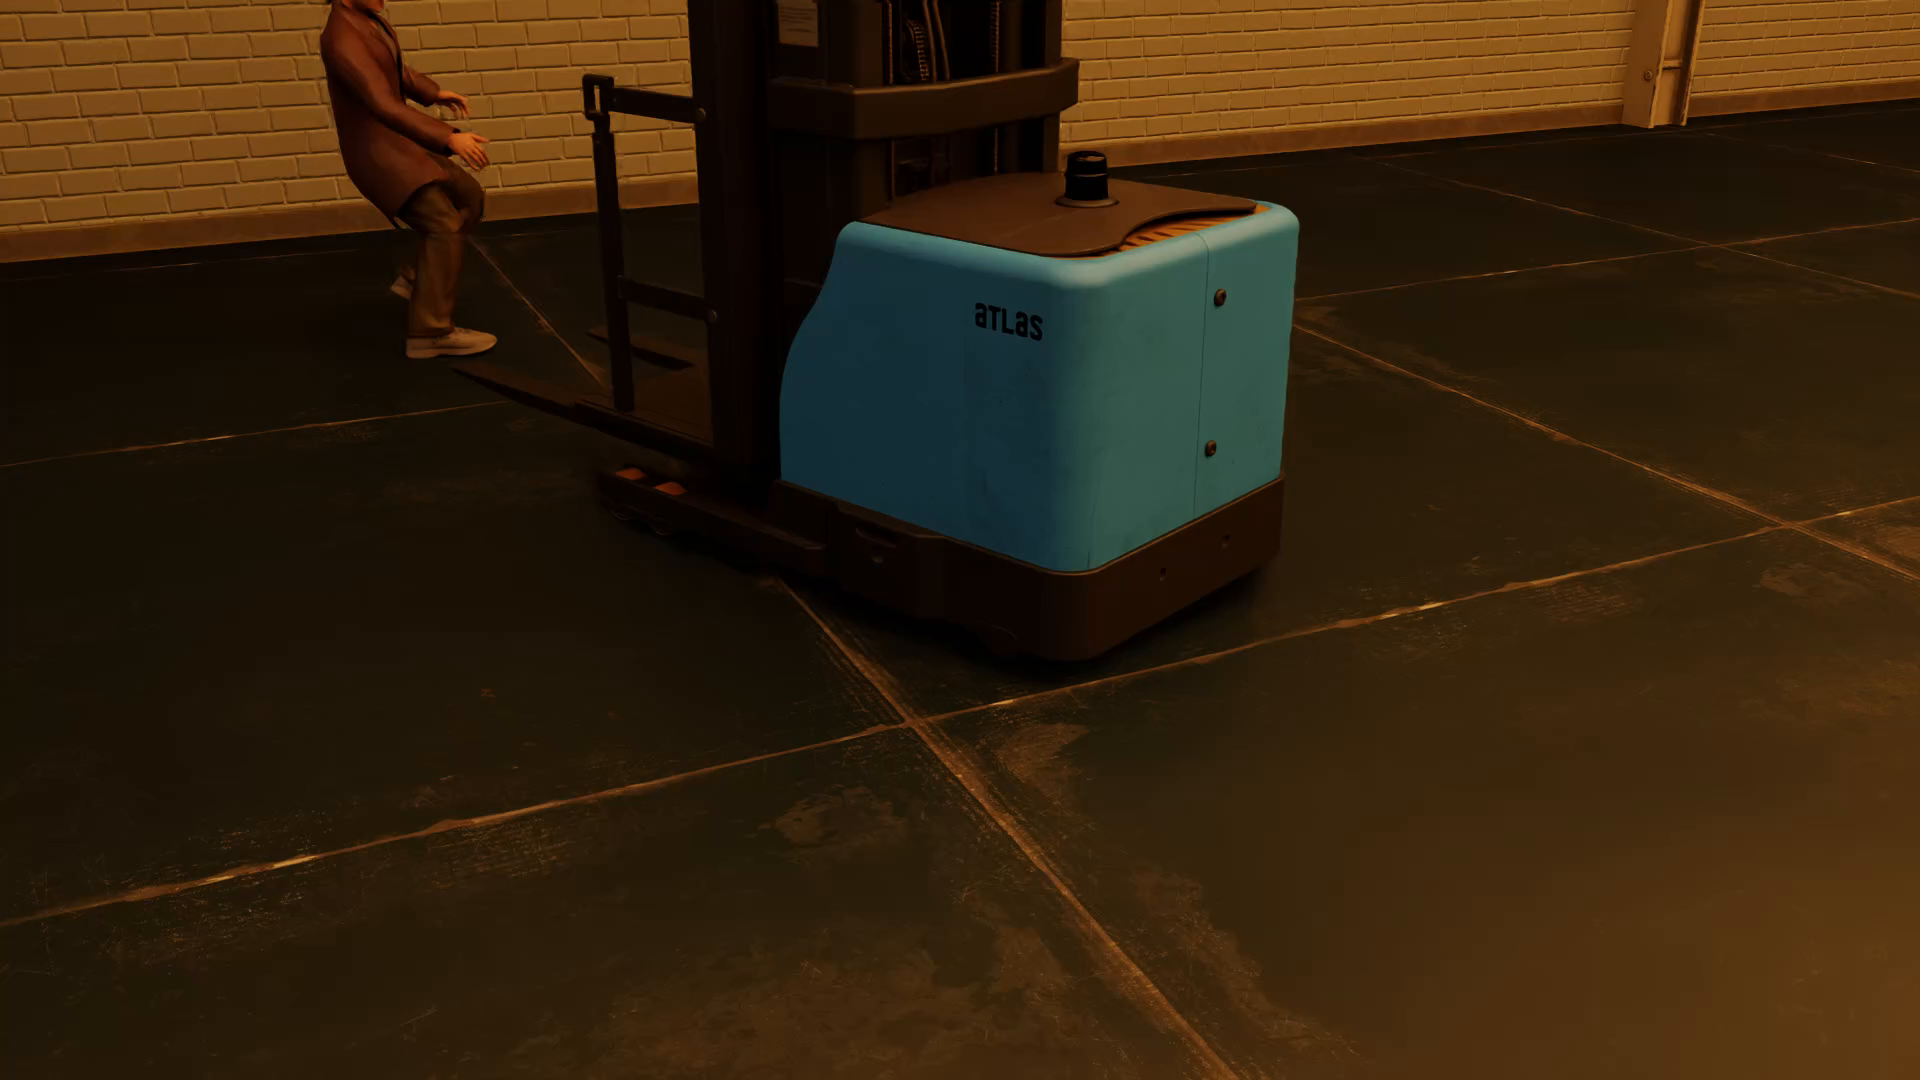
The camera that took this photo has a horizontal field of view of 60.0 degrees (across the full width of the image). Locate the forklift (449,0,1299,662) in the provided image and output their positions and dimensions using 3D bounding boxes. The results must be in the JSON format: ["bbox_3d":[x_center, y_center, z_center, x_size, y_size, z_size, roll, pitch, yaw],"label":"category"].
[{"bbox_3d":[-0.509,-1.498,4.893,3.031,2.935,1.130,19,29,38],"label":"forklift"}]

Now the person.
[{"bbox_3d":[-2.271,-1.650,6.976,0.646,1.610,0.910,-4,23,-9],"label":"person"}]
